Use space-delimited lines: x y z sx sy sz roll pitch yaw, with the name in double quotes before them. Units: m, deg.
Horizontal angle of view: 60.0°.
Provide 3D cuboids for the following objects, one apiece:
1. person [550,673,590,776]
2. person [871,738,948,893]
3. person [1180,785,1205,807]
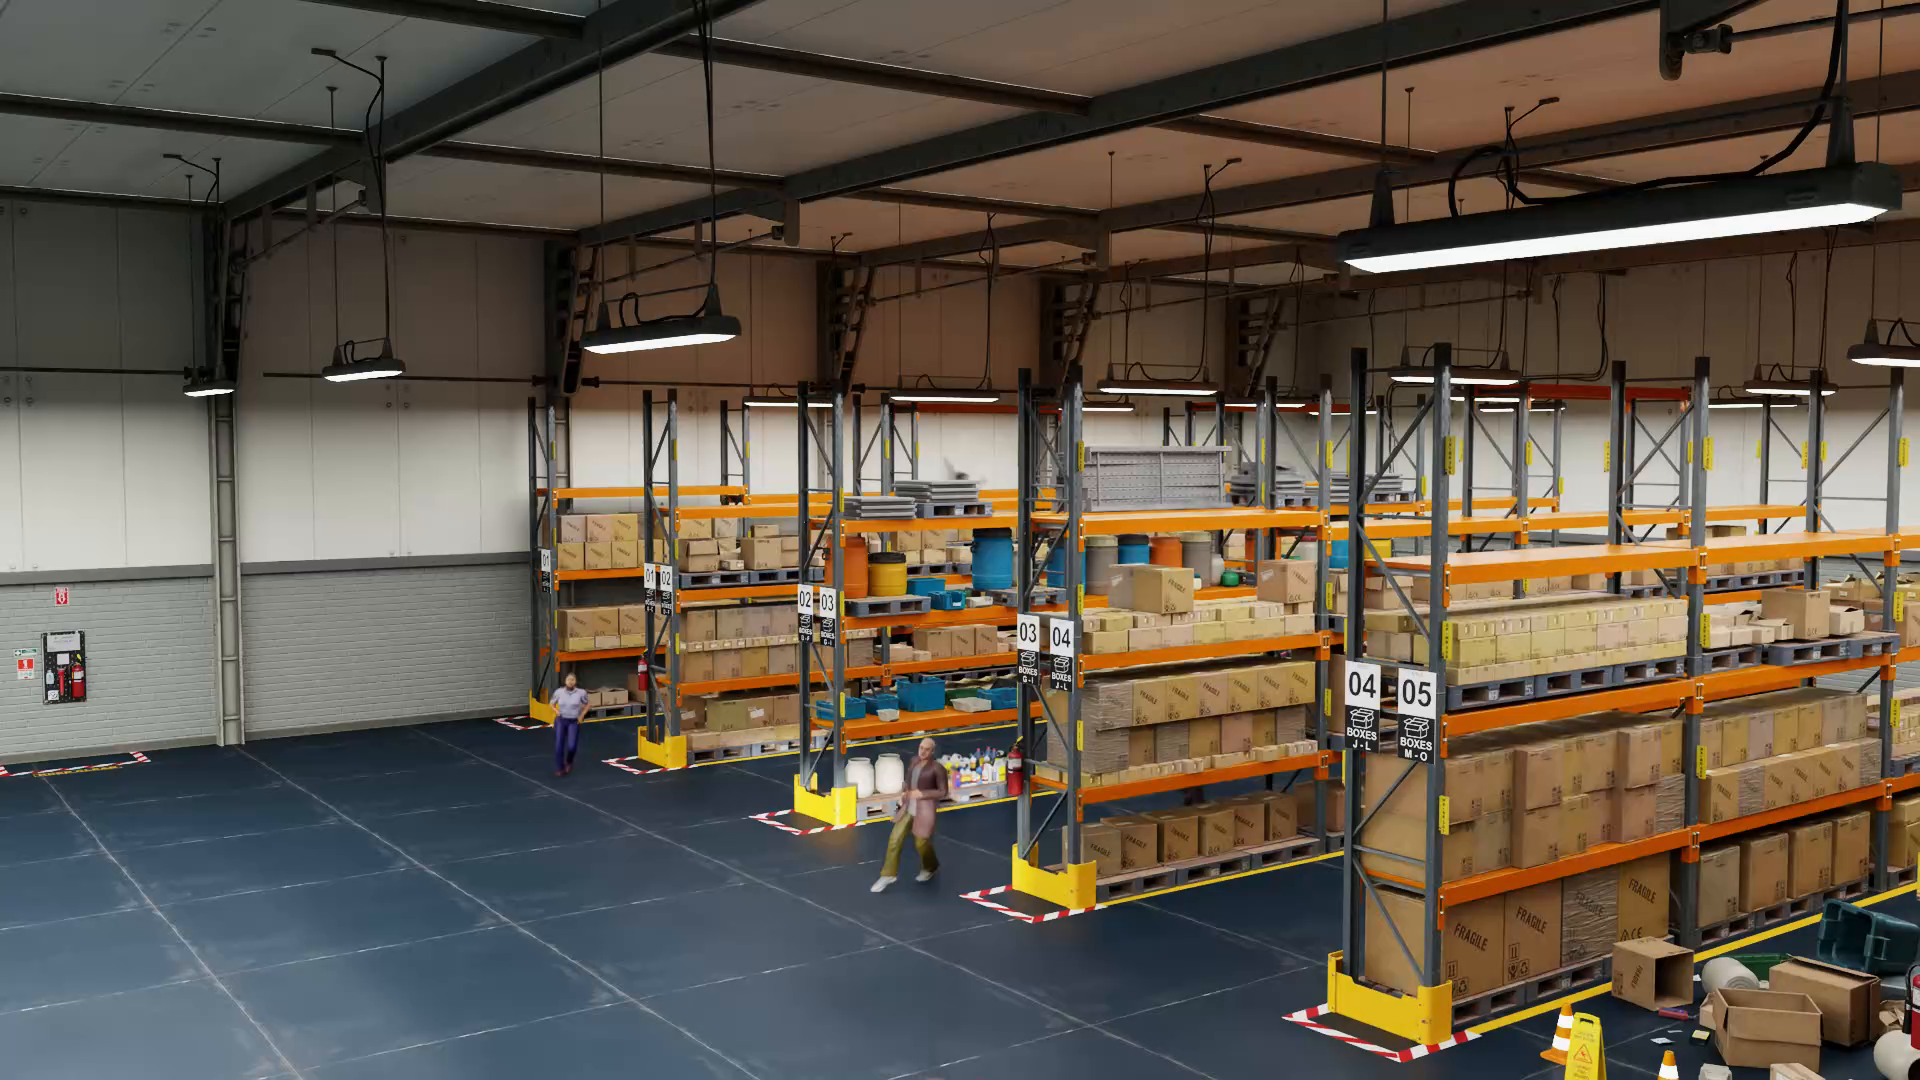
"person" -6.028 2.852 25.658 0.606 1.594 0.560 0 3 -7
"person" -0.458 3.144 19.130 0.741 1.754 0.976 3 4 38
"person" 3.192 2.954 23.031 0.667 1.688 0.601 3 5 44
